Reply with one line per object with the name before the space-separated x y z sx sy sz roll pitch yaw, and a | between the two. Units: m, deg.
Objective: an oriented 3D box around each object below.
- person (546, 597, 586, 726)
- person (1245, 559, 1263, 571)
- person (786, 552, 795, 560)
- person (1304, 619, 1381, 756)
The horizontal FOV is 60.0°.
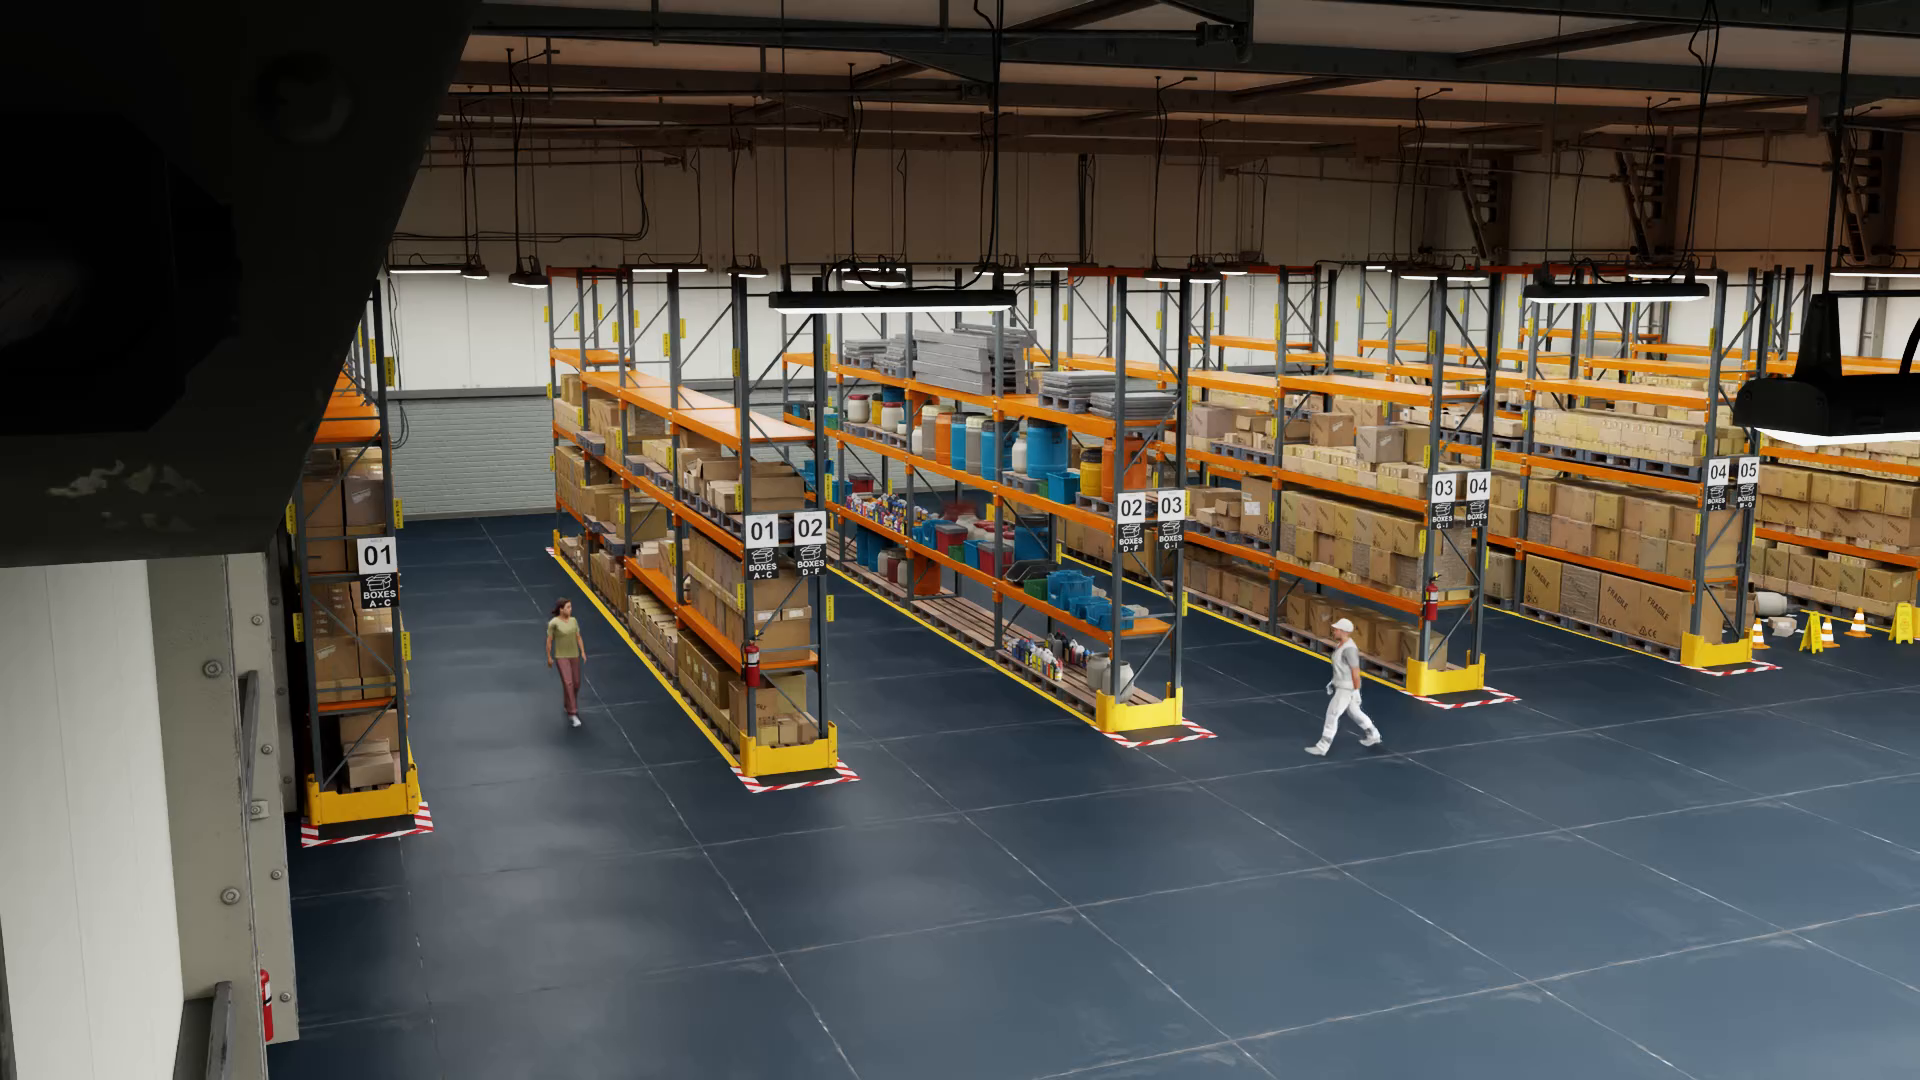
person | -5.270 1.629 22.591 0.472 1.663 0.762 -9 14 -43
person | 5.797 -0.093 32.651 0.475 1.542 0.976 -3 10 -17
person | -3.341 -0.190 33.054 0.474 1.581 1.005 0 10 0
person | 4.869 1.853 20.991 1.088 1.743 0.552 -2 10 -10
